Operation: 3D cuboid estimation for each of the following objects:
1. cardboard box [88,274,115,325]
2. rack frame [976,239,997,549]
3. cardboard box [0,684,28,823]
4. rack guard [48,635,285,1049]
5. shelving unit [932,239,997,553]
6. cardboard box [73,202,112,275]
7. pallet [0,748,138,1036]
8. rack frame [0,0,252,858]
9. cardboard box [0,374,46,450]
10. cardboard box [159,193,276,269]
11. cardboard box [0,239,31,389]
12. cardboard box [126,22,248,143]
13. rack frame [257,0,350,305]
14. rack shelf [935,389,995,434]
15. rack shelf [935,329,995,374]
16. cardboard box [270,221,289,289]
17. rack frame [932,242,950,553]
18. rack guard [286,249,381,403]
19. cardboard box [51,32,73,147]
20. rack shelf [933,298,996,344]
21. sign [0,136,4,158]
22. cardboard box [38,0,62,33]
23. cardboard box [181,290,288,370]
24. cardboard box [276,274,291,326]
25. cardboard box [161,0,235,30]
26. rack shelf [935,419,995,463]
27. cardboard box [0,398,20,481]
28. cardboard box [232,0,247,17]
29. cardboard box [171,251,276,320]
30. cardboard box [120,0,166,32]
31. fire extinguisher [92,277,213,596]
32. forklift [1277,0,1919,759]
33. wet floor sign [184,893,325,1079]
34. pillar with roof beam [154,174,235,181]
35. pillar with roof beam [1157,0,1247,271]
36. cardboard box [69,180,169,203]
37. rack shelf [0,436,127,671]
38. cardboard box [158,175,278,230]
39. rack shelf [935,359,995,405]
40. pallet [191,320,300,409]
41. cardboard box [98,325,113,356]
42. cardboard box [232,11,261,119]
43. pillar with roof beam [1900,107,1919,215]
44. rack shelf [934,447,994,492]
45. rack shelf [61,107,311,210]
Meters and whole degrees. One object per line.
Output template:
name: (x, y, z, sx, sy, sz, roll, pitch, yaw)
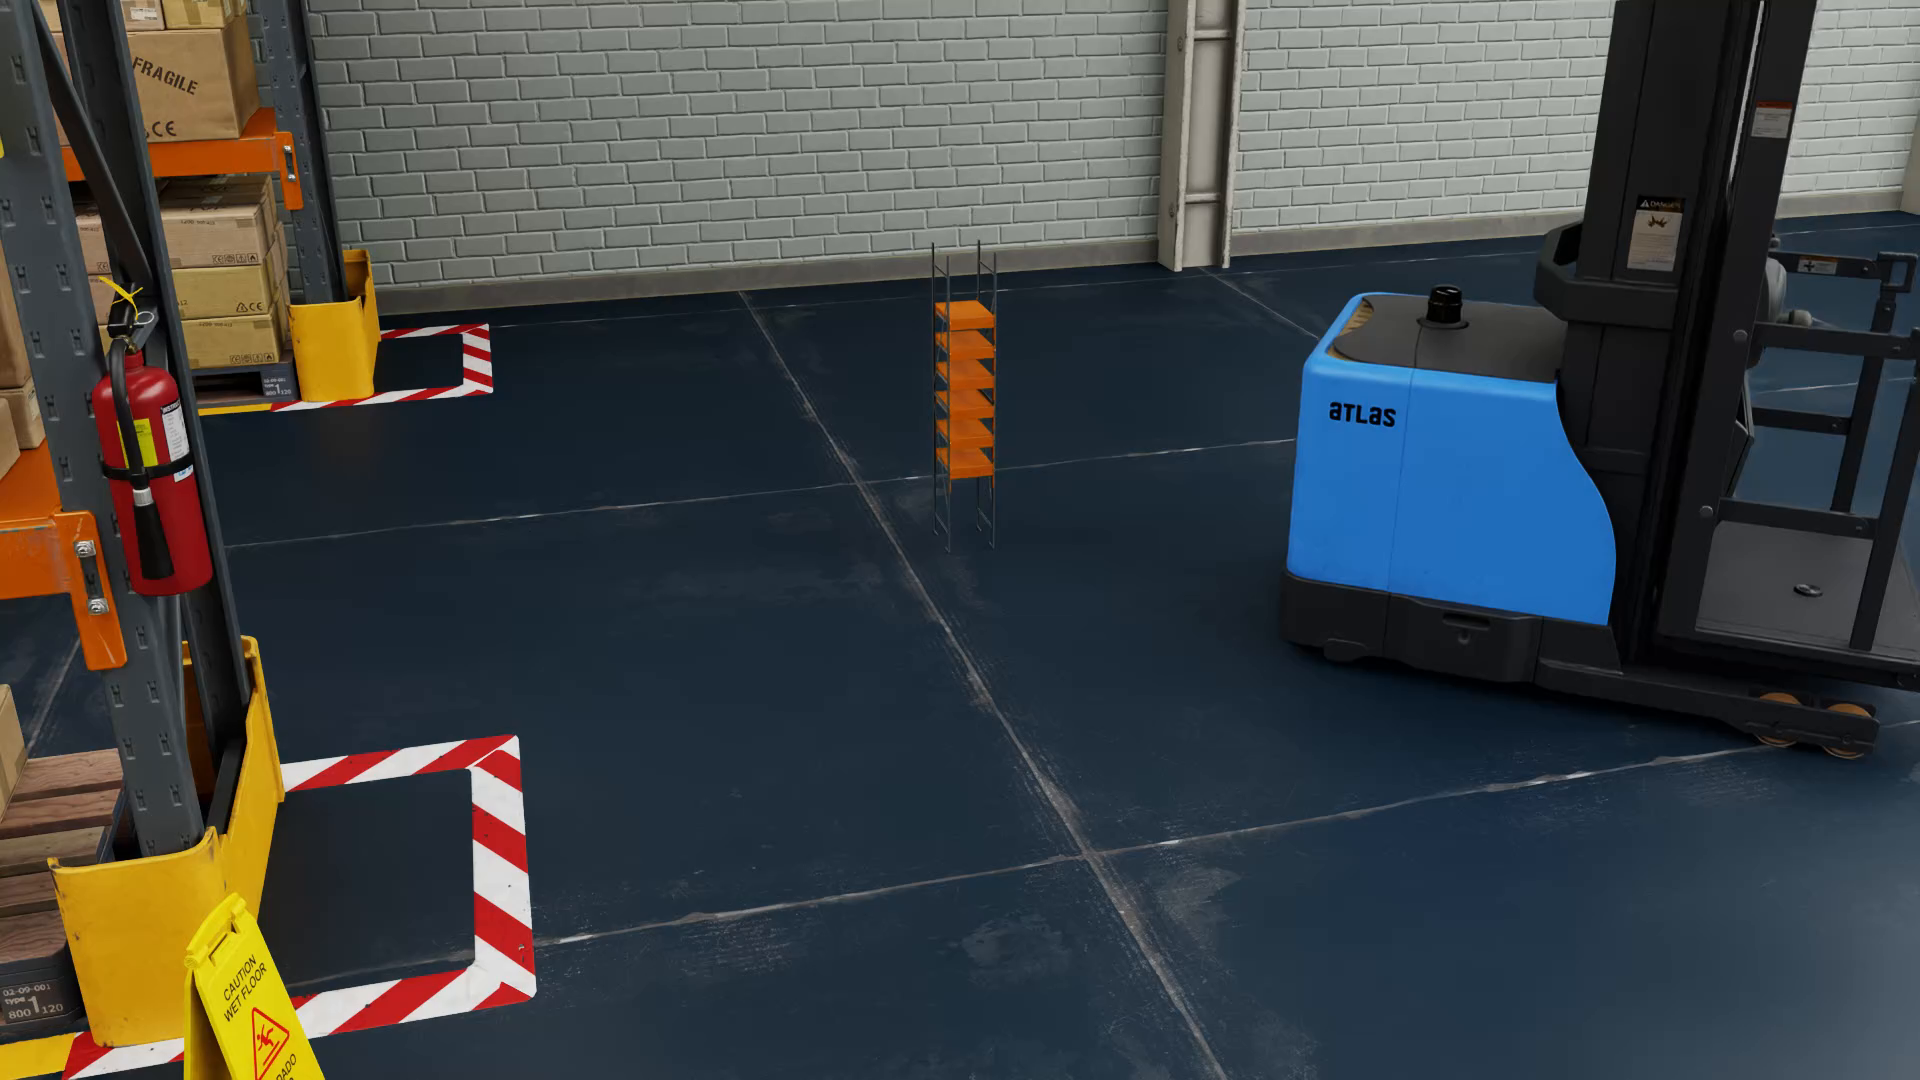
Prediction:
cardboard box: (-4.193, -1.239, 8.153, 0.500, 0.250, 0.500, -7, 24, -15)
rack frame: (0.102, -0.563, 6.540, 0.006, 1.200, 0.240, -6, 24, -14)
cardboard box: (-2.830, 0.636, 4.418, 0.500, 0.250, 0.500, -7, 24, -15)
rack guard: (-2.052, 0.741, 4.388, 0.348, 0.500, 1.175, -6, 24, -14)
shelving unit: (0.014, -0.553, 6.517, 0.189, 1.200, 0.258, -6, 24, -14)
cardboard box: (-4.172, -1.464, 8.045, 0.500, 0.250, 0.500, -6, 24, -13)
pallet: (-2.843, 0.947, 4.275, 1.213, 0.211, 1.003, -6, 24, -14)
rack frame: (-1.978, -0.415, 3.914, 0.127, 3.000, 1.000, -6, 24, -14)
cardboard box: (-2.361, -0.342, 4.062, 0.250, 0.149, 0.380, -6, 24, -14)
cardboard box: (-3.682, -1.521, 8.177, 0.500, 0.250, 0.500, -5, 24, -13)
cardboard box: (-2.509, -0.653, 3.963, 0.500, 0.500, 0.500, -7, 24, -15)
cardboard box: (-3.726, -2.193, 7.931, 0.500, 0.500, 0.500, -7, 24, -16)
rack frame: (-3.323, -2.299, 8.305, 0.127, 3.000, 1.000, -6, 24, -14)
rack shelf: (0.014, -0.512, 6.535, 0.180, 0.103, 0.258, -6, 24, -14)
rack shelf: (0.014, -0.733, 6.440, 0.180, 0.103, 0.258, -6, 24, -14)
cardboard box: (-3.832, -1.487, 8.733, 0.500, 0.250, 0.500, -6, 24, -13)
rack frame: (-0.074, -0.543, 6.494, 0.006, 1.200, 0.240, -6, 24, -14)
rack guard: (-3.300, -1.153, 8.804, 0.348, 0.500, 1.175, -6, 24, -14)
cardboard box: (-4.228, -2.142, 7.810, 0.500, 0.500, 0.500, -6, 24, -13)
rack shelf: (0.014, -0.843, 6.393, 0.180, 0.103, 0.258, -6, 24, -14)
sign: (-1.848, -0.880, 3.127, 0.005, 0.325, 0.100, -6, 24, -14)
cardboard box: (-4.085, -2.457, 7.723, 0.250, 0.149, 0.380, -6, 24, -13)
cardboard box: (-3.690, -1.059, 8.368, 0.500, 0.250, 0.500, -6, 24, -14)
cardboard box: (-3.849, -1.251, 8.815, 0.500, 0.250, 0.500, -6, 24, -14)
cardboard box: (-3.581, -2.500, 7.823, 0.250, 0.149, 0.380, -6, 24, -14)
rack shelf: (0.014, -0.402, 6.582, 0.180, 0.103, 0.258, -6, 24, -14)
cardboard box: (-2.281, -0.179, 3.681, 0.250, 0.149, 0.380, -5, 24, -13)
cardboard box: (-3.719, -2.706, 8.303, 0.250, 0.149, 0.380, -7, 24, -16)
cardboard box: (-3.707, -1.288, 8.268, 0.500, 0.250, 0.500, -7, 24, -15)
cardboard box: (-3.819, -2.462, 7.734, 0.250, 0.149, 0.380, -6, 24, -14)
fire extinguisher: (-1.744, -0.217, 3.550, 0.183, 0.674, 0.296, -6, 24, -14)
forklift: (2.681, -0.905, 5.143, 3.031, 2.935, 1.130, 9, 25, 20)
wet floor sign: (-1.506, 1.053, 3.479, 0.232, 0.644, 0.267, 2, 23, 4)
pillar with roof beam: (-3.074, -3.690, 3.938, 0.400, 9.000, 9.100, -6, 24, -14)
pillar with roof beam: (2.703, -4.329, 5.427, 0.400, 9.000, 9.100, -6, 24, -14)
cardboard box: (-4.317, -1.654, 8.488, 0.500, 0.250, 0.500, -6, 24, -14)
rack shelf: (-3.904, 0.128, 3.559, 4.000, 0.370, 1.077, -6, 24, -14)
cardboard box: (-3.837, -1.709, 8.615, 0.500, 0.250, 0.500, -7, 24, -15)
rack shelf: (0.014, -0.622, 6.487, 0.180, 0.103, 0.258, -6, 24, -14)
pallet: (-4.048, -0.921, 8.628, 1.213, 0.211, 1.003, -6, 24, -14)
cardboard box: (-4.171, -1.009, 8.253, 0.500, 0.250, 0.500, -6, 24, -14)
cardboard box: (-3.875, -2.398, 8.408, 0.500, 0.500, 0.500, -6, 24, -13)
pillar with roof beam: (8.480, -4.968, 6.916, 0.400, 9.000, 9.100, -6, 24, -14)
rack shelf: (0.014, -0.292, 6.629, 0.180, 0.103, 0.258, -6, 24, -14)
rack shelf: (-5.248, -1.756, 7.950, 4.000, 0.370, 1.077, -6, 24, -14)
